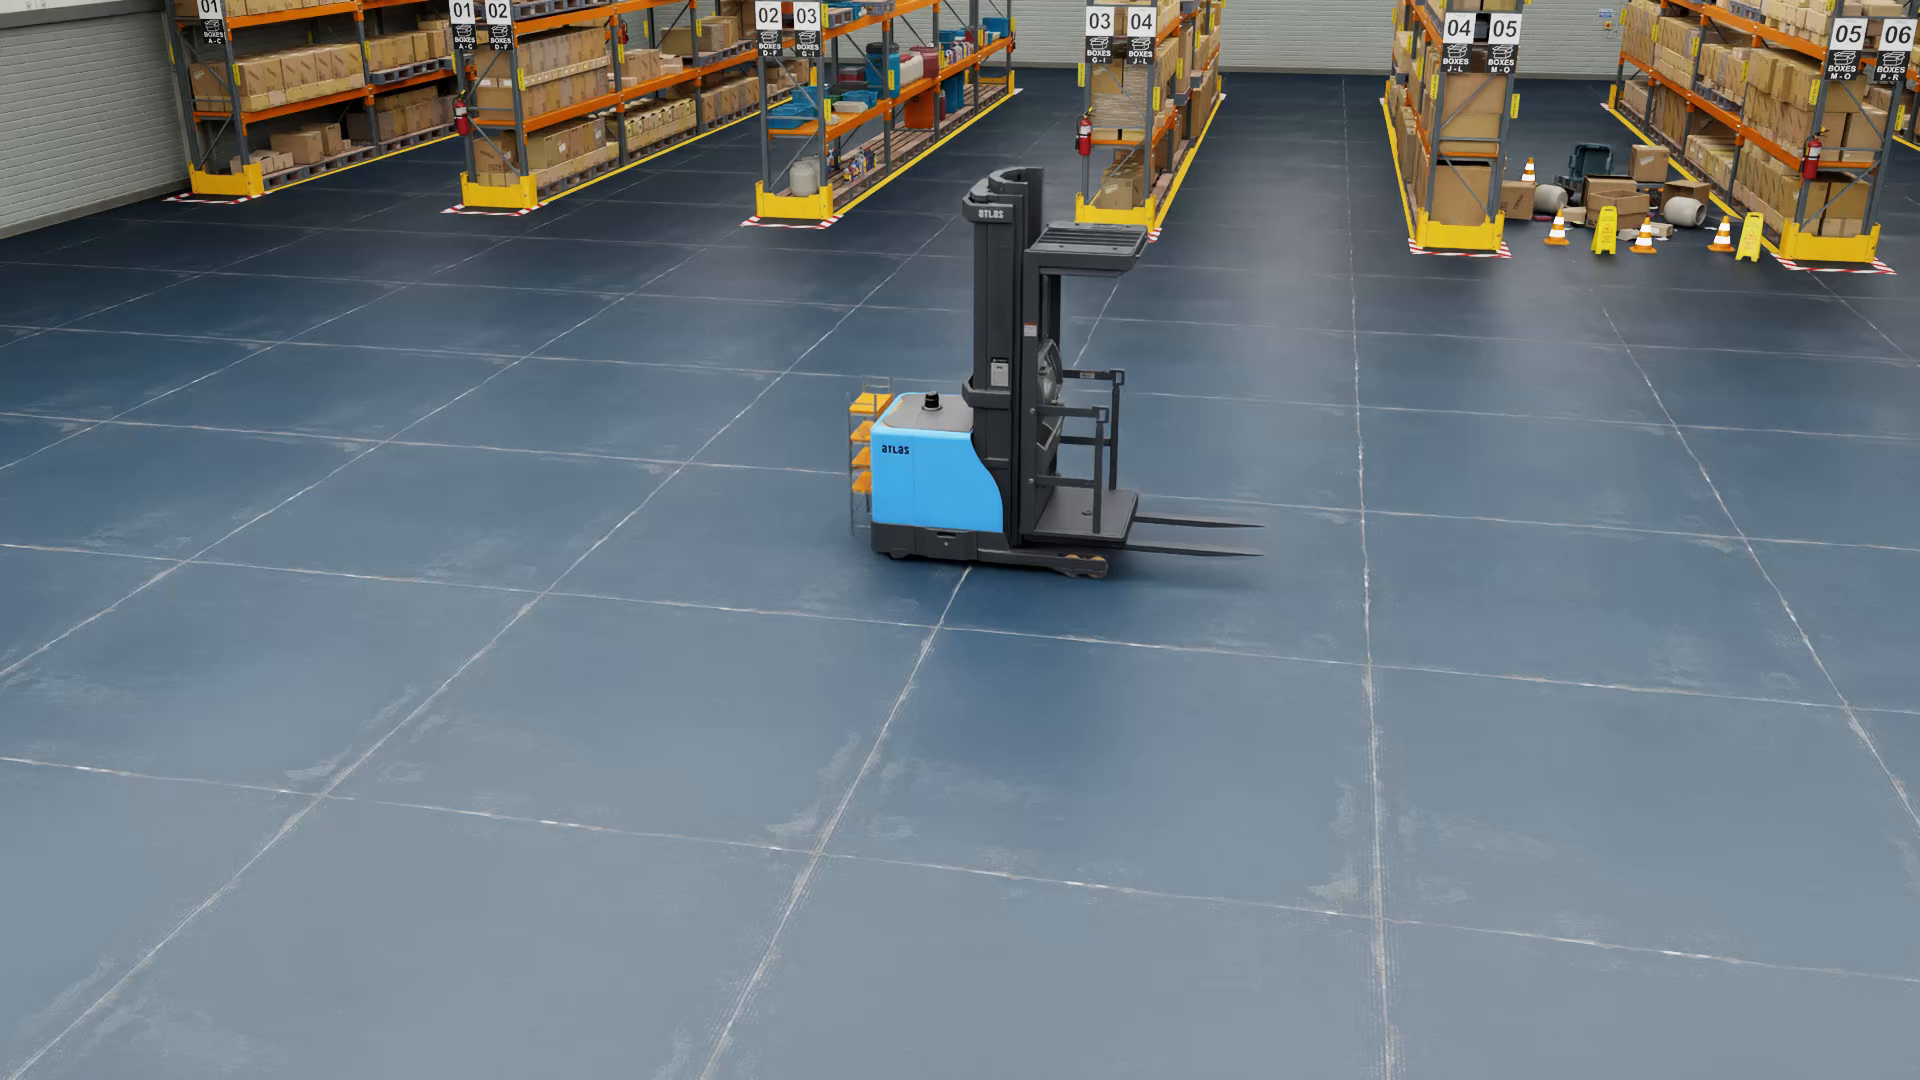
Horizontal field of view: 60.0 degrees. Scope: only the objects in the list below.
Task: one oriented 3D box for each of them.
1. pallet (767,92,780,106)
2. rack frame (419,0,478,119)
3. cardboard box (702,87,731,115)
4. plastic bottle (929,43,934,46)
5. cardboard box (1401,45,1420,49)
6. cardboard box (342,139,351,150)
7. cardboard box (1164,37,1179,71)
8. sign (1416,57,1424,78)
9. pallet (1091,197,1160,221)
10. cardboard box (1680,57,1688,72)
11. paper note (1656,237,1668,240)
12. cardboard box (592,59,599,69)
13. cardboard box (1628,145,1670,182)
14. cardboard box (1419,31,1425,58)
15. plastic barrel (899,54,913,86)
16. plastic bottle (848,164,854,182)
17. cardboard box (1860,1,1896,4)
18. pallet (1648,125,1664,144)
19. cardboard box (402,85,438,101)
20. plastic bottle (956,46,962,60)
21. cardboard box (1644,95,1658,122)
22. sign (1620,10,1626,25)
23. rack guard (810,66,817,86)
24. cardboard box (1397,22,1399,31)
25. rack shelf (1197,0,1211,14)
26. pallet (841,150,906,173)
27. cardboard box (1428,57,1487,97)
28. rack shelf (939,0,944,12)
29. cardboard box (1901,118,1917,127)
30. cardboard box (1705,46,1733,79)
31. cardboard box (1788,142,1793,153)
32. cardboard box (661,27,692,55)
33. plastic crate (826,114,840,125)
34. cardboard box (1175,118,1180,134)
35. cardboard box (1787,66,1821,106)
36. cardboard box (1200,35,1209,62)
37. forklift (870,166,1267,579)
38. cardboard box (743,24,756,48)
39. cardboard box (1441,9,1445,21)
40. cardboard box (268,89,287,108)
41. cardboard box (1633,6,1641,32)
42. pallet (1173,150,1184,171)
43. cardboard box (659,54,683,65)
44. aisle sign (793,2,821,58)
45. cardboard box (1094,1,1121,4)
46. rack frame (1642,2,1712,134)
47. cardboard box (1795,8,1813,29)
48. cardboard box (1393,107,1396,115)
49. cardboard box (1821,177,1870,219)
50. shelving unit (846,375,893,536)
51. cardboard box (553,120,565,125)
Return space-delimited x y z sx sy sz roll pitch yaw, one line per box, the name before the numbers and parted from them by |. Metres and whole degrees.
pallet | -4.799 -10.138 38.274 1.003 0.211 1.213 4 22 11
rack frame | -10.607 -10.094 34.431 1.000 3.000 0.127 4 22 11
cardboard box | -5.175 -9.282 35.172 0.500 0.500 0.500 4 22 10
plastic bottle | -0.634 -10.470 35.531 0.152 0.276 0.135 4 22 11
cardboard box | 8.481 -9.206 31.205 0.380 0.149 0.250 4 22 10
cardboard box | -11.503 -7.323 30.754 0.380 0.166 0.250 2 22 4
cardboard box | 3.302 -7.961 27.264 0.500 0.500 0.500 4 22 11
sign | 7.426 -7.621 26.848 0.100 0.325 0.005 4 22 11
pallet | 2.524 -5.064 25.675 1.003 0.211 1.213 4 22 11
cardboard box | 13.593 -8.752 30.632 0.500 0.250 0.500 4 22 10
paper note | 10.254 -4.400 24.268 0.148 0.019 0.142 -3 22 -8
cardboard box | -6.522 -8.300 28.975 0.380 0.149 0.250 4 22 9
cardboard box | 11.077 -6.059 26.746 0.500 0.500 0.500 4 22 11
cardboard box | 8.674 -8.893 29.977 0.700 0.500 0.500 4 22 11
plastic barrel | -1.076 -8.698 30.785 0.433 0.535 0.433 0 22 0
plastic bottle | -1.801 -6.077 27.506 0.061 0.283 0.133 5 22 12
cardboard box | 12.429 -7.219 22.547 0.380 0.149 0.250 4 22 11
pallet | 14.375 -8.087 33.181 1.003 0.211 1.213 4 22 11
cardboard box | -10.880 -9.015 33.506 0.500 0.250 0.500 5 22 12
plastic bottle | -0.033 -10.257 35.003 0.152 0.276 0.135 4 22 11
cardboard box | 14.692 -8.896 34.325 0.875 0.438 0.875 4 22 10
sign | 14.733 -11.614 36.941 0.100 0.325 0.005 4 22 11
rack guard | -4.139 -11.456 41.160 1.175 0.500 0.348 4 22 11
cardboard box | 9.850 -11.137 36.490 0.500 0.500 0.500 5 22 12
rack shelf | 4.349 -10.750 33.009 1.077 0.370 4.000 4 22 11
pallet | -1.602 -6.872 30.165 1.003 0.211 1.213 4 22 11
cardboard box | 7.507 -6.930 24.929 0.875 0.550 0.500 4 22 11
rack shelf | -0.500 -11.128 33.946 1.077 0.370 4.000 4 22 11
cardboard box | 19.145 -8.390 33.455 0.380 0.149 0.250 4 22 9
cardboard box | 13.225 -8.247 28.751 0.500 0.500 0.500 6 23 14
cardboard box | 11.893 -5.509 23.385 0.380 0.149 0.250 4 22 10
cardboard box | -5.738 -10.197 33.993 0.700 0.500 0.500 -3 22 -7
plastic crate | -2.043 -6.593 26.092 0.298 0.136 0.250 4 22 11
cardboard box | 3.723 -7.555 30.885 0.700 0.500 0.500 3 22 6
cardboard box | 12.011 -6.316 23.180 0.700 0.500 0.500 5 22 11
cardboard box | 4.929 -10.278 34.756 0.500 0.500 0.500 5 22 11
forklift | 0.873 -1.282 12.643 3.031 2.935 1.130 5 22 11
cardboard box | -4.569 -11.392 37.522 0.500 0.500 0.500 5 22 12
cardboard box | 6.879 -7.284 23.079 0.380 0.149 0.250 4 22 11
cardboard box | -11.737 -7.453 28.048 0.500 0.250 0.500 4 22 9
cardboard box | 14.702 -11.109 35.480 0.500 0.500 0.500 4 22 11
pallet | 3.529 -6.937 30.326 1.003 0.211 1.213 4 22 11
cardboard box | -5.873 -9.546 33.192 0.500 0.311 0.500 6 23 14
aisle sign | -2.268 -7.570 24.685 0.394 0.787 0.004 4 22 11
cardboard box | 2.176 -7.862 24.542 0.380 0.149 0.250 3 22 9
rack frame | 14.459 -9.668 33.375 1.000 3.000 0.127 4 22 11
cardboard box | 12.056 -7.321 23.334 0.500 0.250 0.500 5 22 12
cardboard box | 9.339 -9.050 35.095 0.380 0.149 0.250 5 22 12
cardboard box | 12.450 -4.830 23.475 0.500 0.500 0.500 4 22 9
shelving unit | -0.717 -0.677 13.457 0.258 1.200 0.503 4 22 11
cardboard box | -7.178 -7.010 28.890 0.500 0.500 0.500 4 22 11
